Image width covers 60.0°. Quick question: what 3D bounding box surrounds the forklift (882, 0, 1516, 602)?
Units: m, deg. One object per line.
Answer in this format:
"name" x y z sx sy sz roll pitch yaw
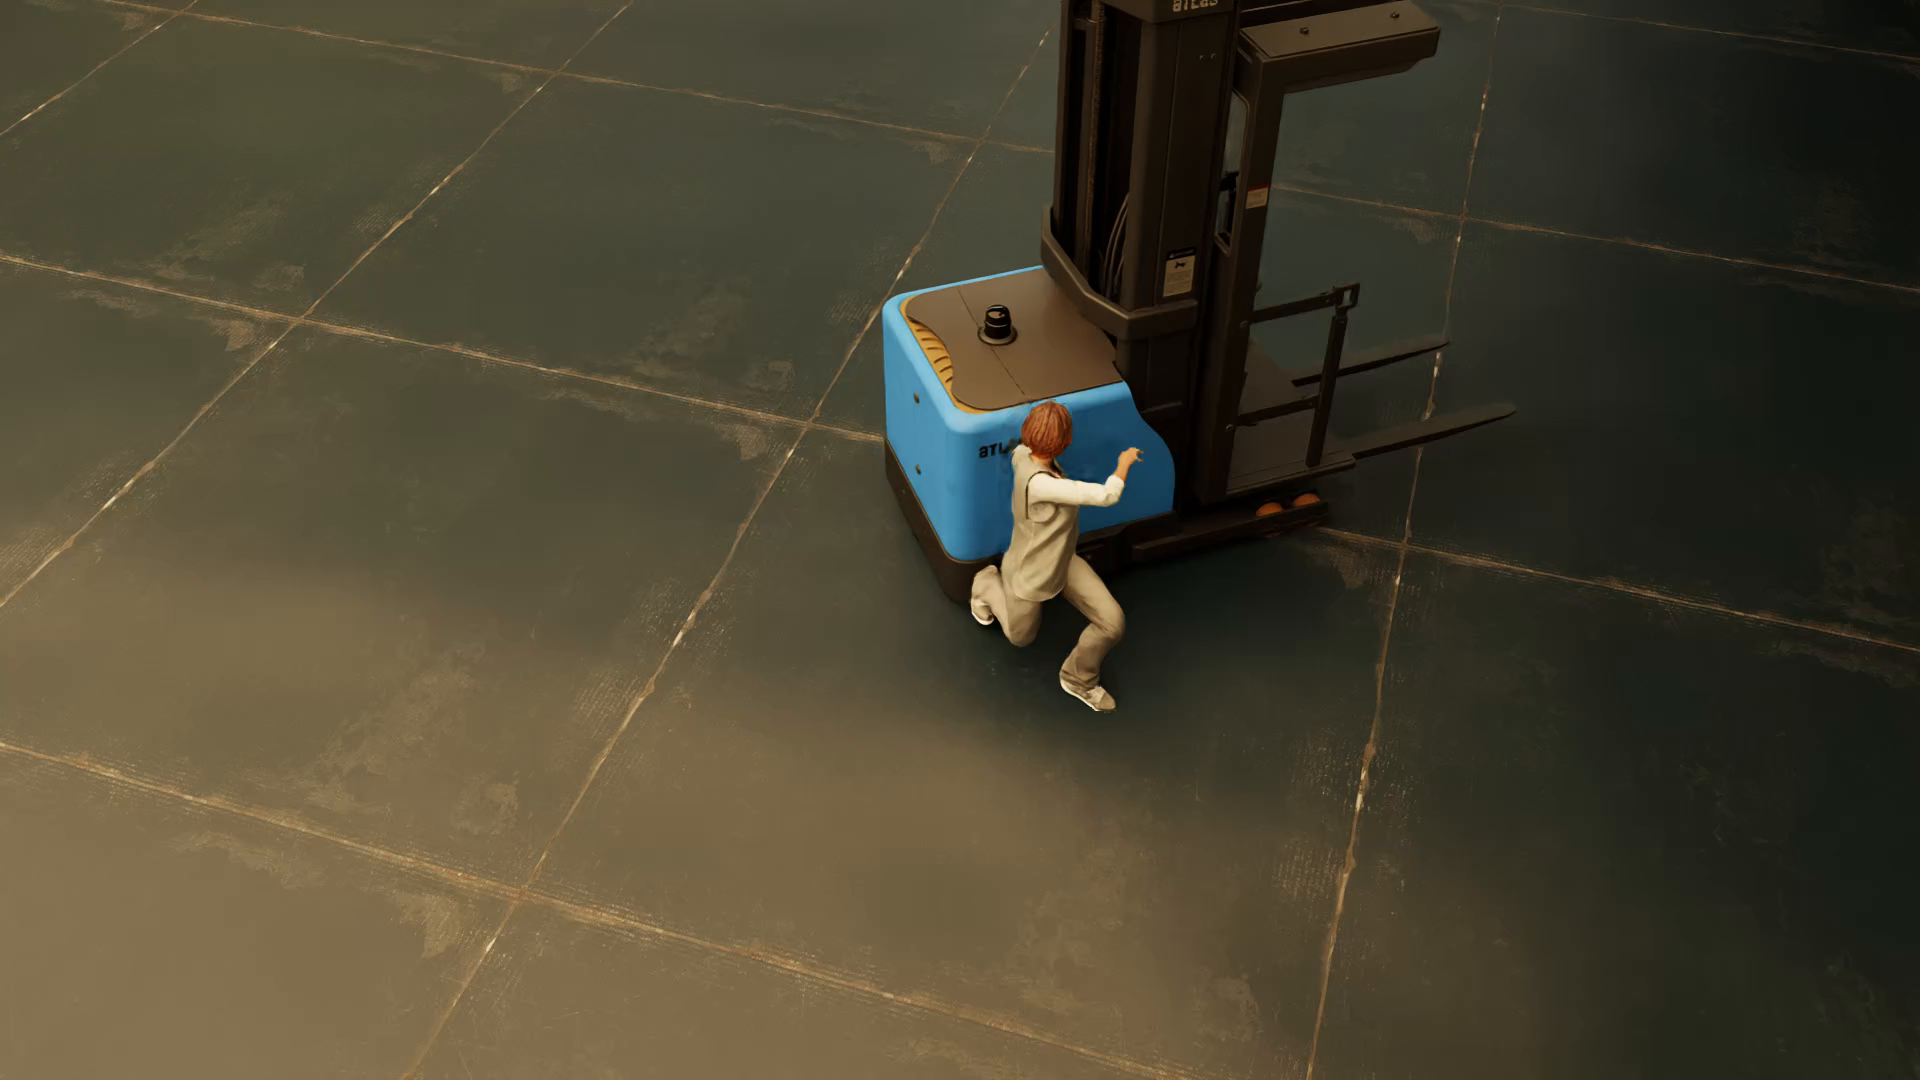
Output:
"forklift" 1.211 -1.410 7.205 3.031 2.935 1.130 -14 45 -14

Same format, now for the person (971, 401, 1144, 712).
"person" 0.416 -0.034 6.918 0.879 1.355 0.701 26 49 26
